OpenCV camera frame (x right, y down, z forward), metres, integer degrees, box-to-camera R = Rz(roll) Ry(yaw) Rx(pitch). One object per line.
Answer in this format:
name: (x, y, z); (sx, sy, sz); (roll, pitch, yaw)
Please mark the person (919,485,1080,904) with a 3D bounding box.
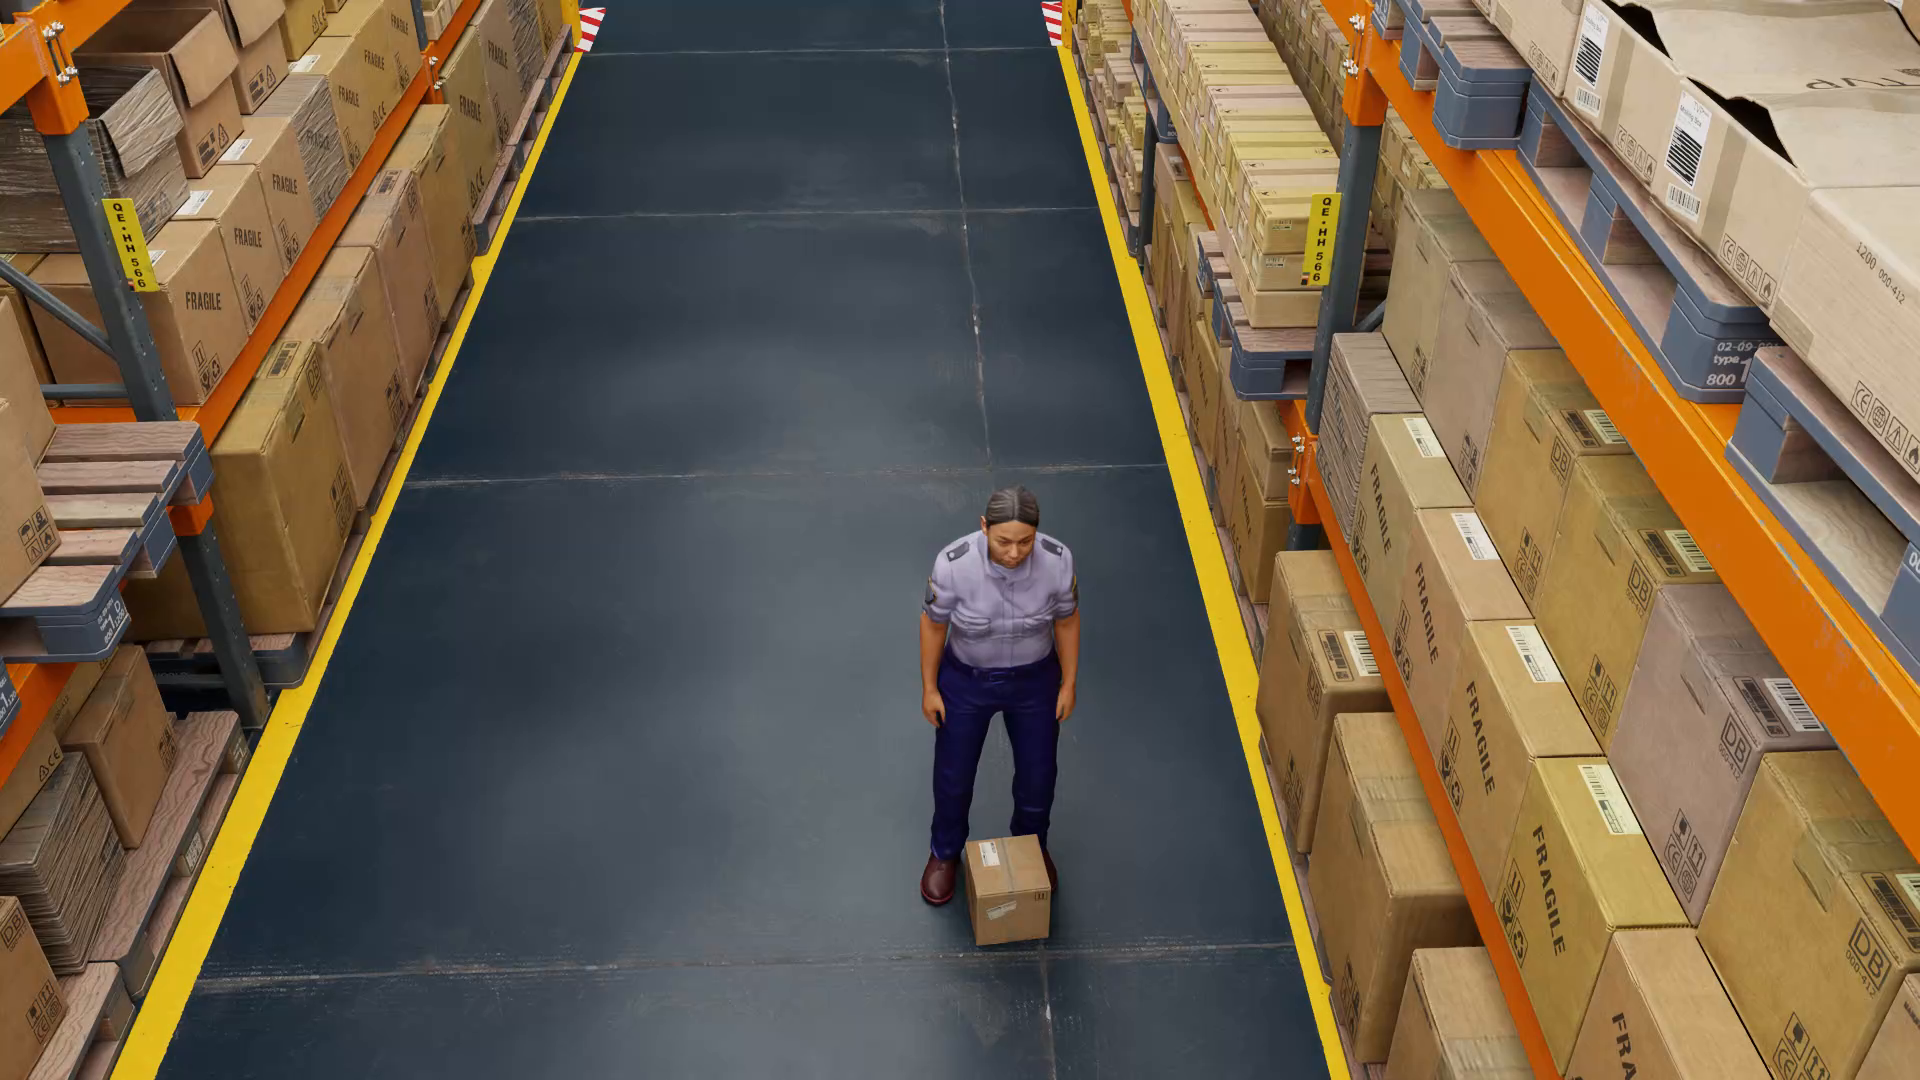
person: (0.122, 0.486, 5.470); (0.540, 1.651, 0.372); (-3, 36, -4)
